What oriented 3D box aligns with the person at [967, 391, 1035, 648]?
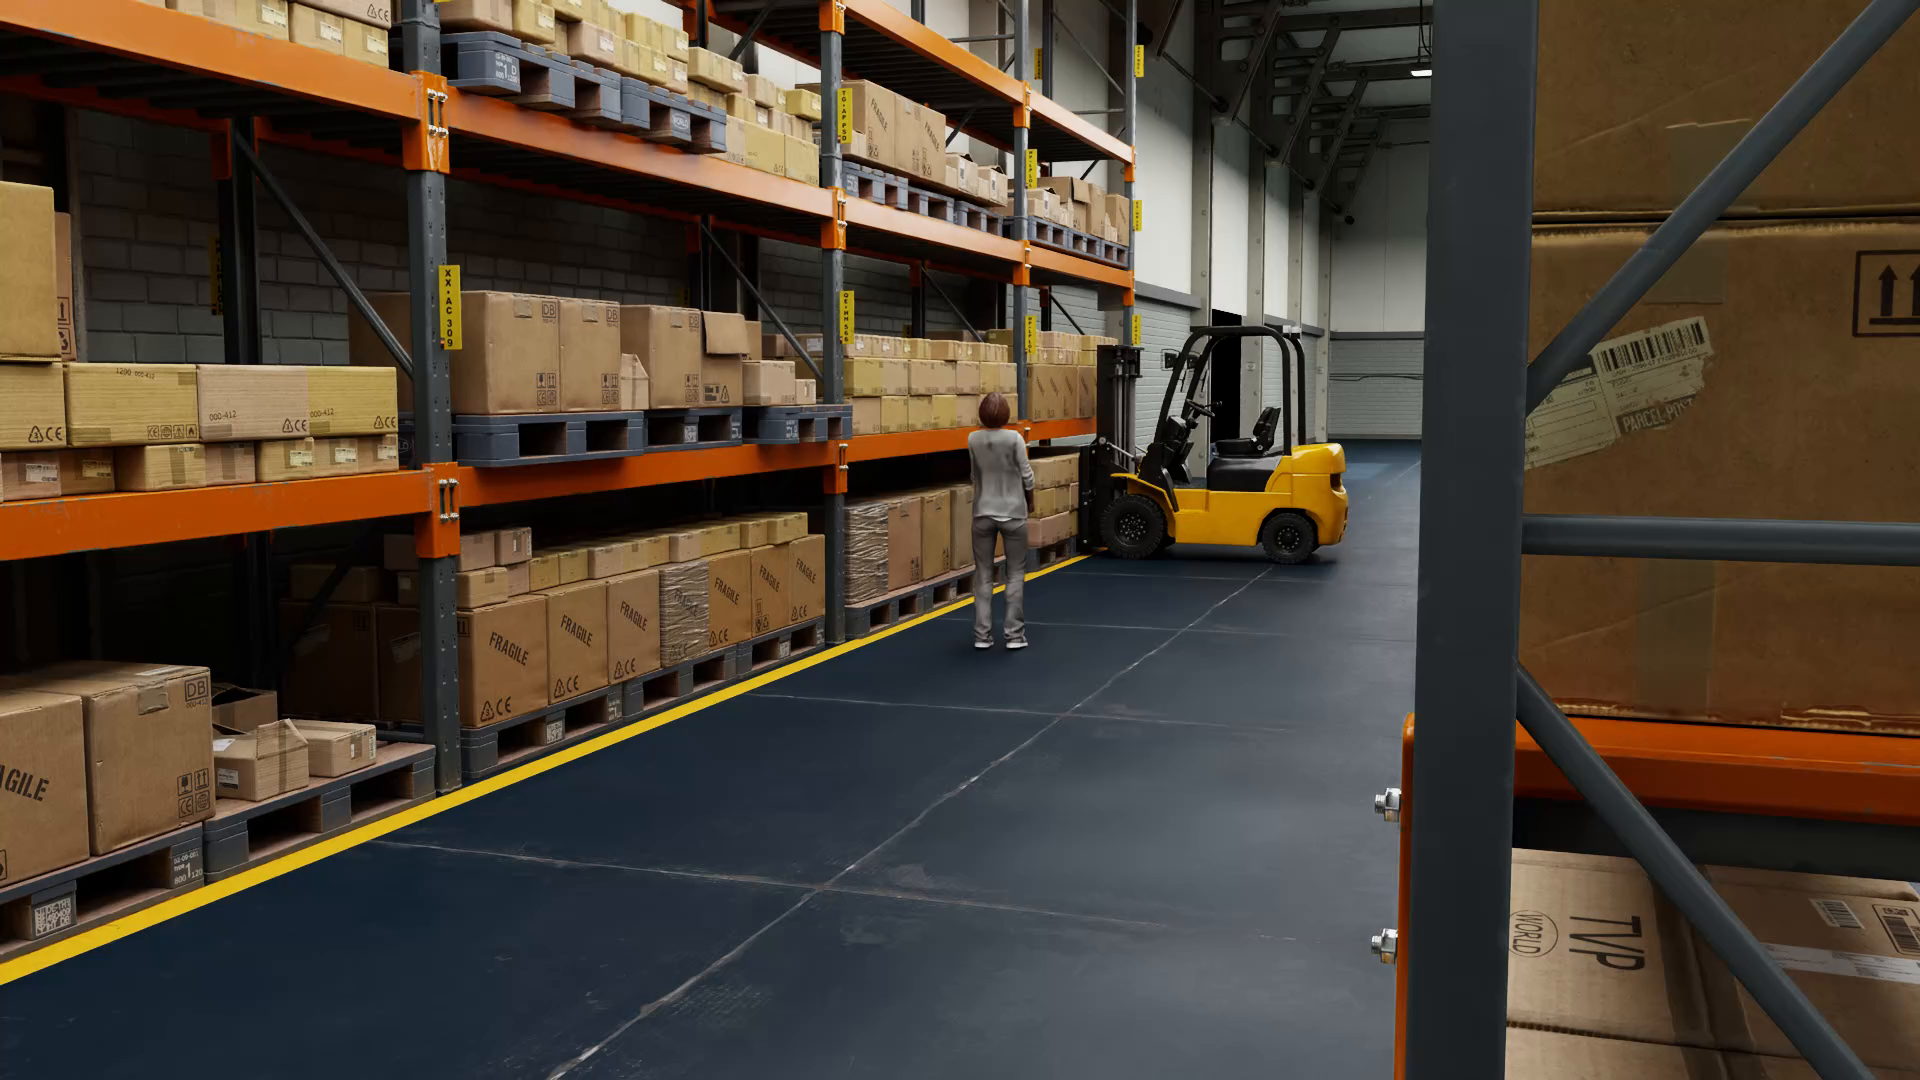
[{"bbox_3d":[0.265,-0.124,10.313,0.404,1.588,0.490,2,6,16],"label":"person"}]
